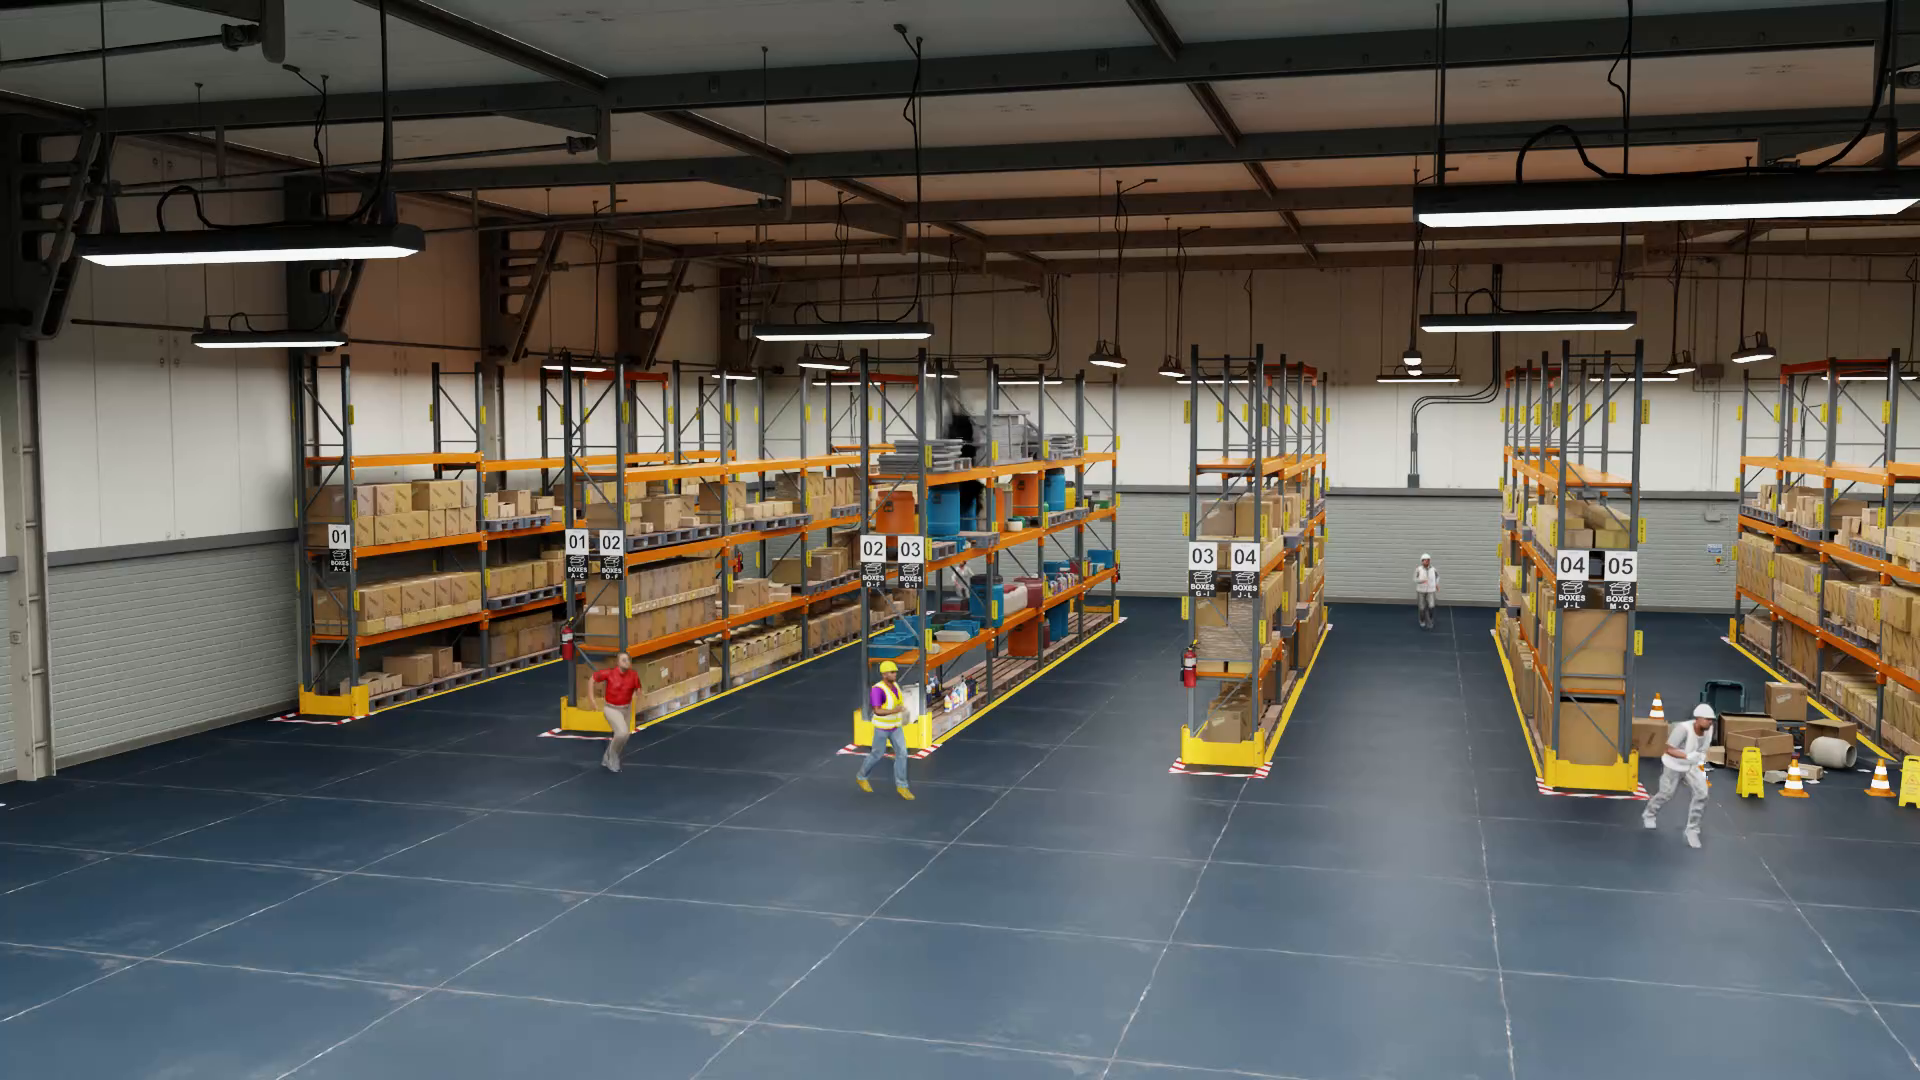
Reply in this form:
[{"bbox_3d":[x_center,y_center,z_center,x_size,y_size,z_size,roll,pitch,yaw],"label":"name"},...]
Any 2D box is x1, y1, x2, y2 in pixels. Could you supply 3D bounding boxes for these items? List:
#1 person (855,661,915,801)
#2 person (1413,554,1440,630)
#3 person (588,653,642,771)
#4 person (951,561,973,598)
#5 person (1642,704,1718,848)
[{"bbox_3d":[-0.981,2.471,21.736,0.897,1.803,0.681,3,5,38],"label":"person"},{"bbox_3d":[10.896,1.211,38.822,0.630,1.769,0.687,1,4,10],"label":"person"},{"bbox_3d":[-4.761,2.403,23.206,0.700,1.678,0.793,-4,6,-44],"label":"person"},{"bbox_3d":[0.064,1.192,40.264,0.552,1.575,0.598,0,4,-4],"label":"person"},{"bbox_3d":[8.467,2.728,19.547,0.728,1.724,1.017,-2,5,-20],"label":"person"}]
